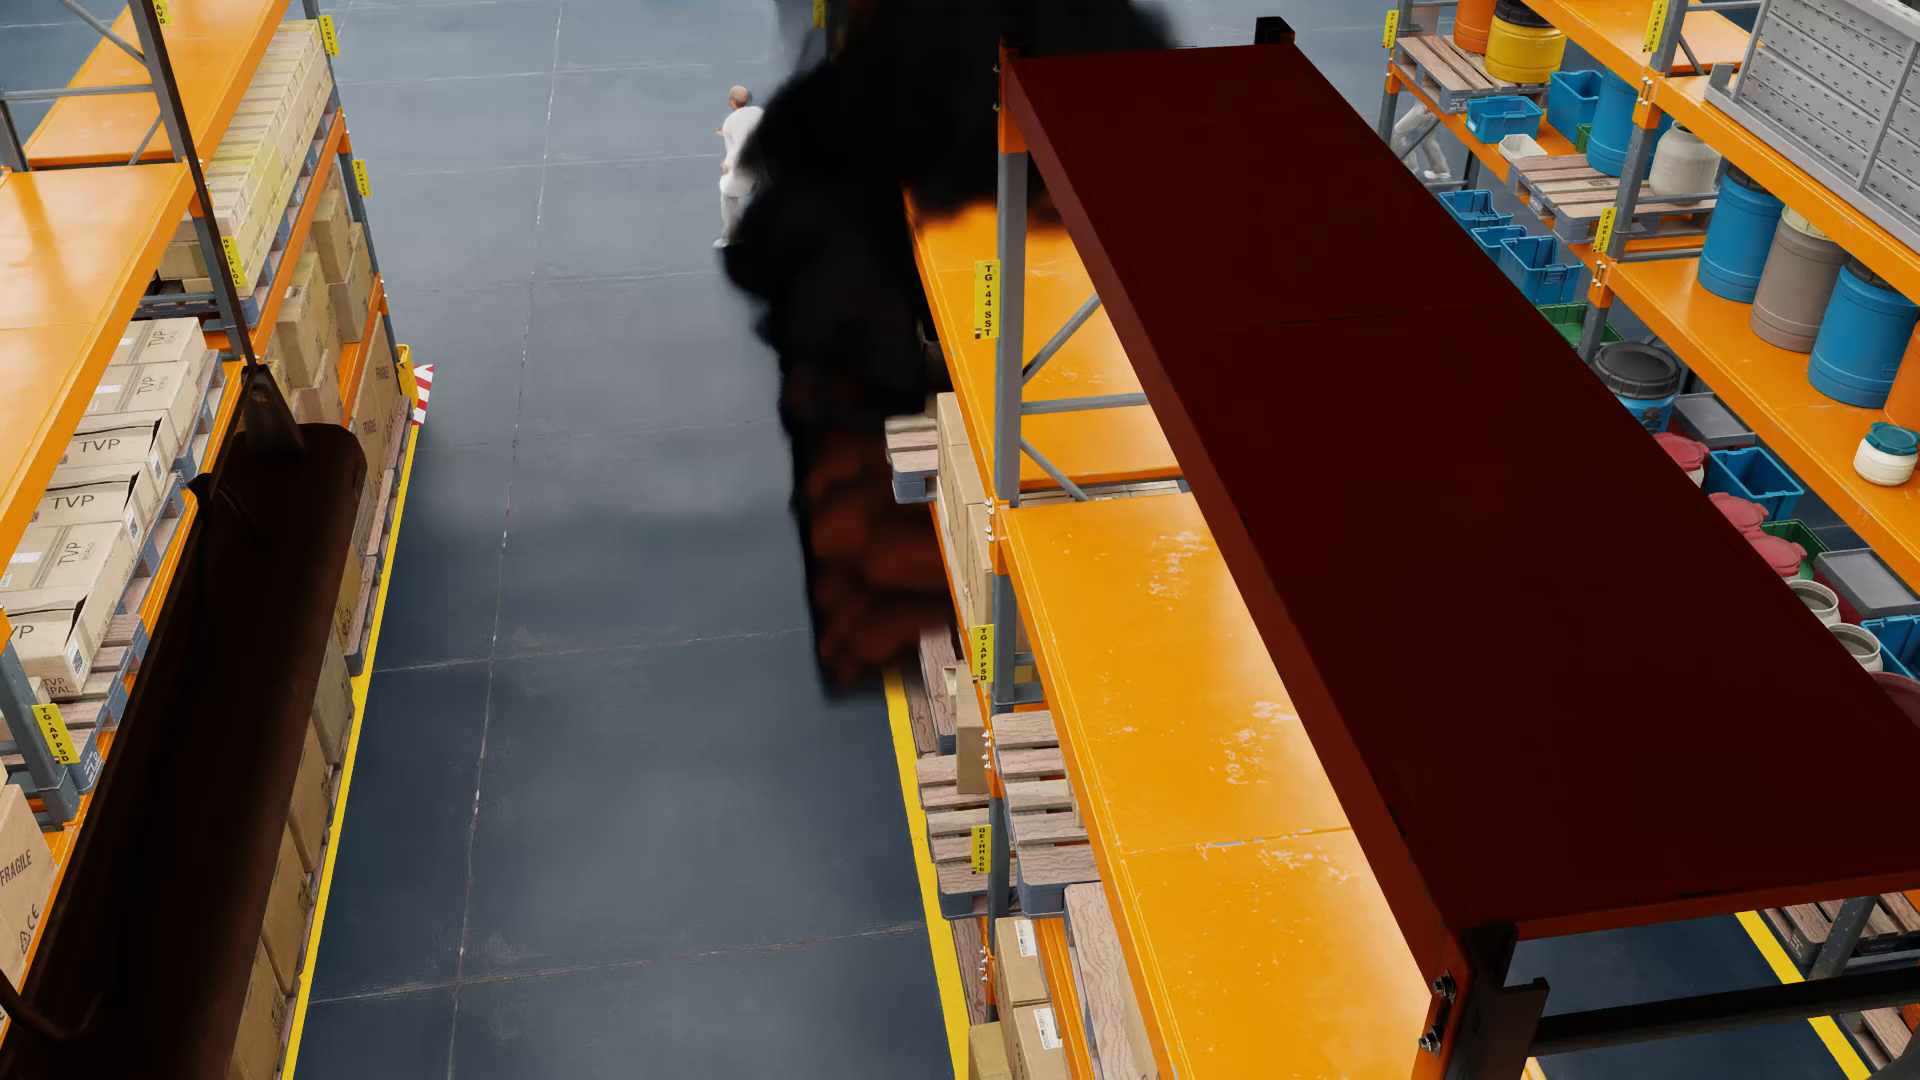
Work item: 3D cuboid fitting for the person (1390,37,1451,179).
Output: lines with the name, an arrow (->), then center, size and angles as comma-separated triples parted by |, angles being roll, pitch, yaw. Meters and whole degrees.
person -> 5.209, -4.749, 18.548 | 0.744, 1.697, 0.570 | 15, 39, 19

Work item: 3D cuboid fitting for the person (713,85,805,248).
person -> -2.146, -3.754, 17.060 | 1.049, 1.814, 0.724 | 20, 41, 25
